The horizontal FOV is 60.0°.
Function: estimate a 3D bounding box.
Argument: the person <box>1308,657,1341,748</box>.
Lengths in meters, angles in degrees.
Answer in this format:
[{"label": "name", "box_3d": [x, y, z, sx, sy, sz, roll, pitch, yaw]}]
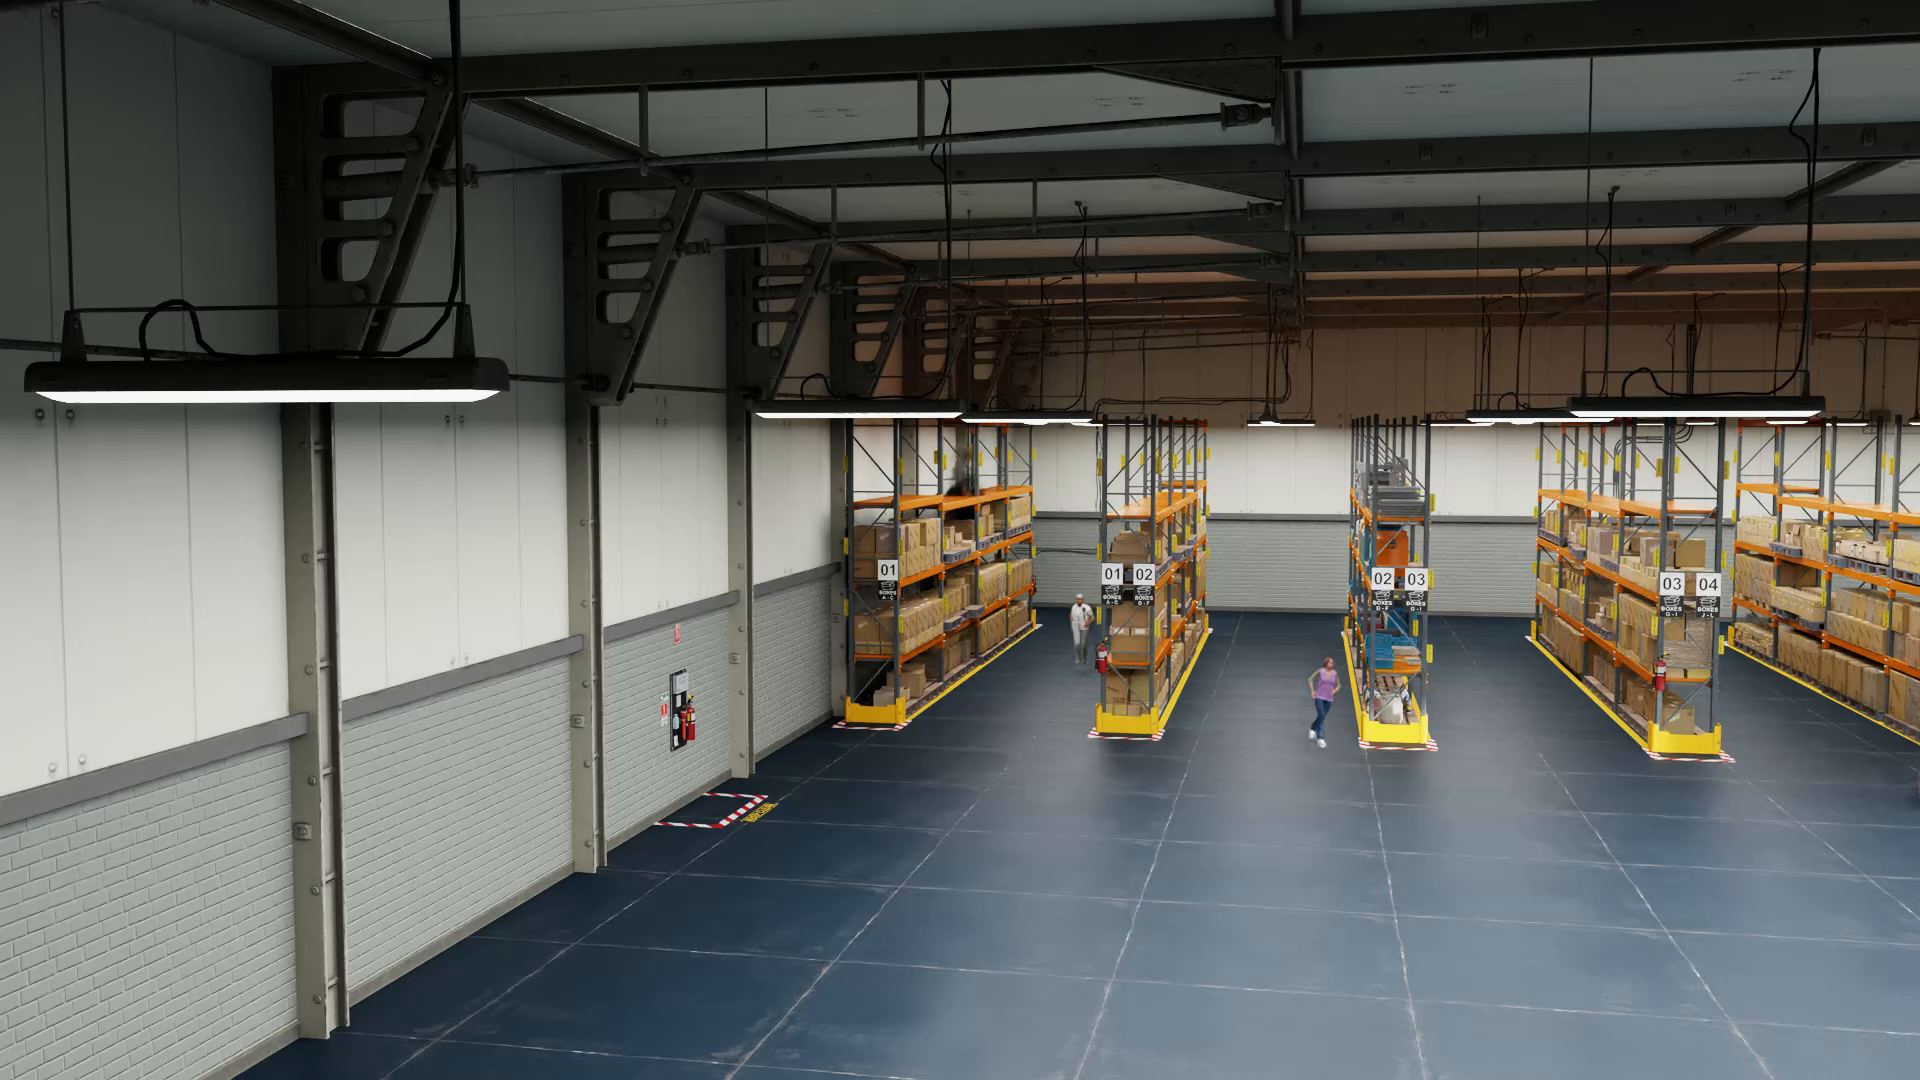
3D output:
[{"label": "person", "box_3d": [6.647, 2.918, 30.294, 0.548, 1.598, 0.759, -1, 4, -12]}]

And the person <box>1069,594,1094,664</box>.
[{"label": "person", "box_3d": [2.822, 2.093, 38.836, 0.602, 1.654, 0.633, 1, 4, 17]}]

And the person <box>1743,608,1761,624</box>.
[{"label": "person", "box_3d": [21.608, 1.869, 45.135, 0.713, 1.747, 0.816, 2, 4, 29]}]
